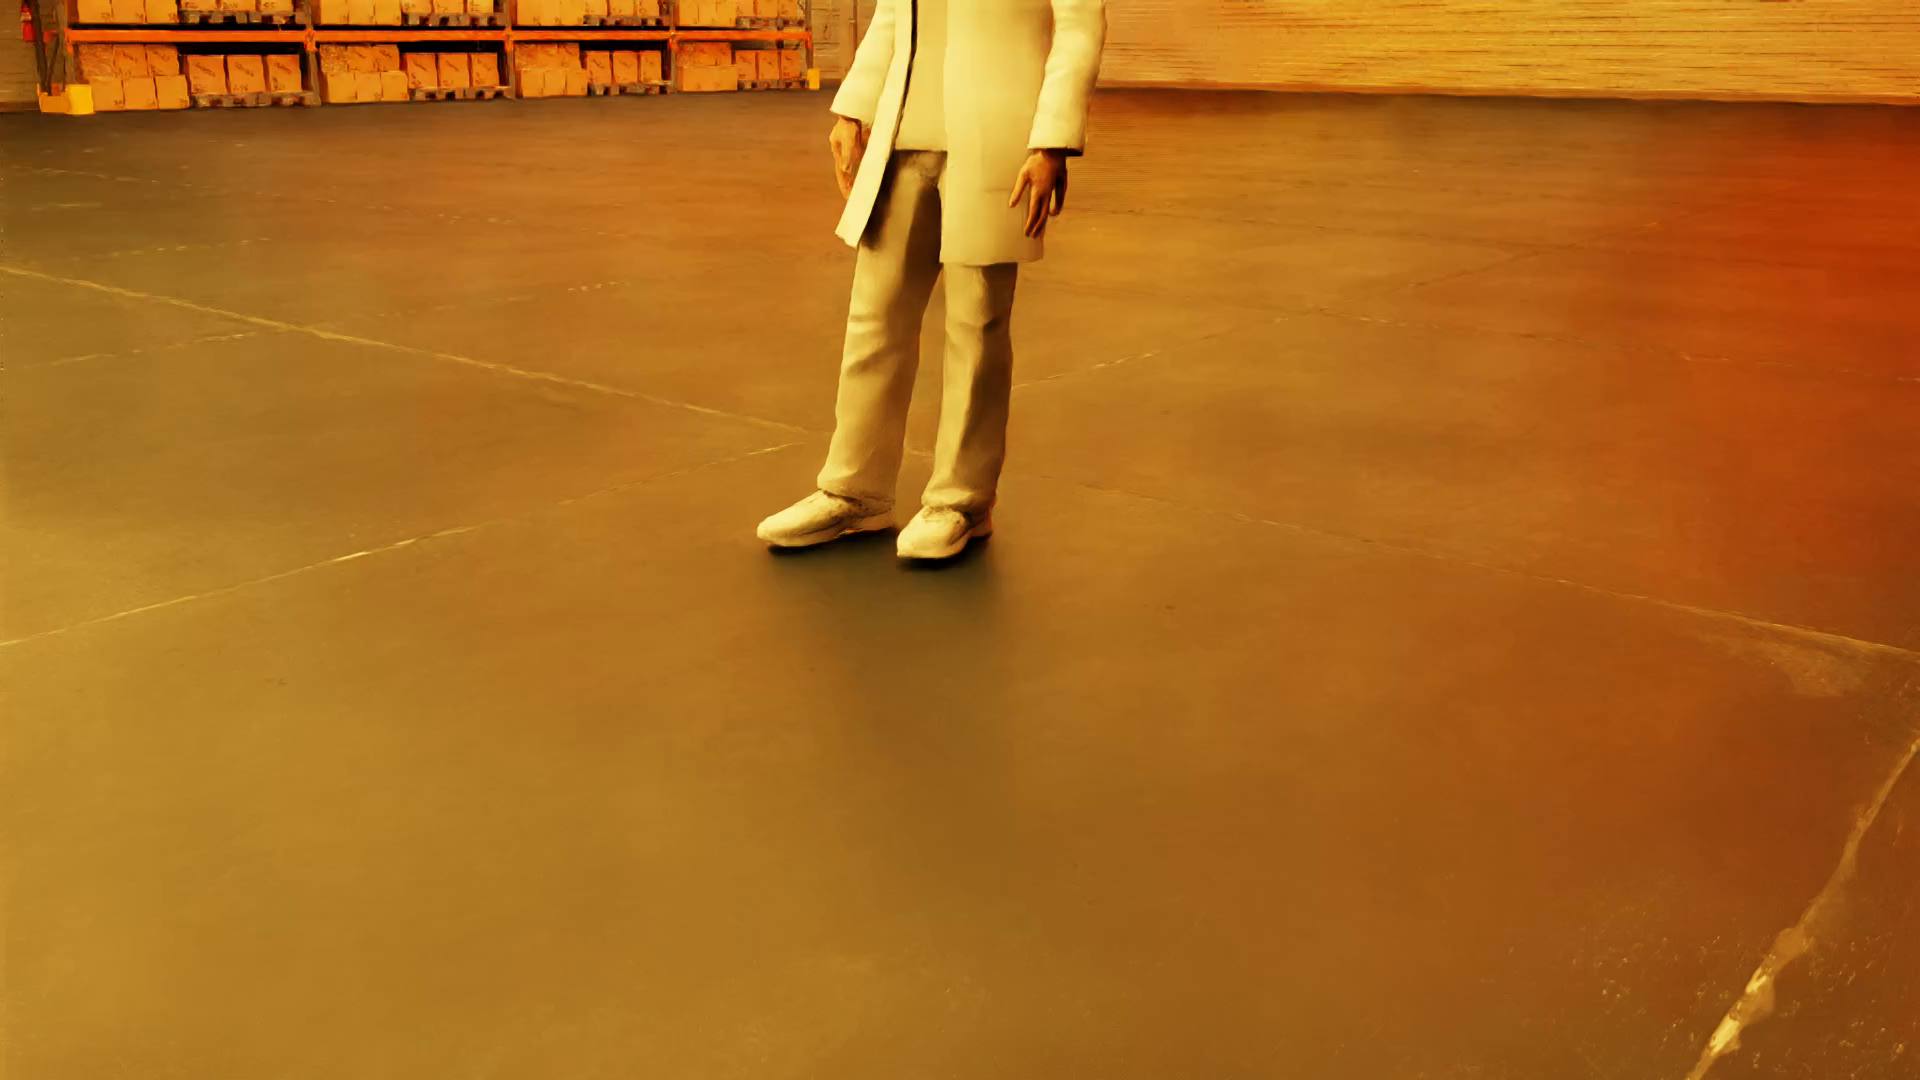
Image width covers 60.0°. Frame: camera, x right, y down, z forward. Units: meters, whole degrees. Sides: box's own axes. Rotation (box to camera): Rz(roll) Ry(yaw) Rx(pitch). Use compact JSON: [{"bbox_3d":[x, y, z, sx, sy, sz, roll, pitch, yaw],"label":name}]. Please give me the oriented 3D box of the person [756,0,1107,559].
[{"bbox_3d":[-0.061,-0.838,3.617,0.694,1.776,0.579,13,21,37],"label":"person"}]
